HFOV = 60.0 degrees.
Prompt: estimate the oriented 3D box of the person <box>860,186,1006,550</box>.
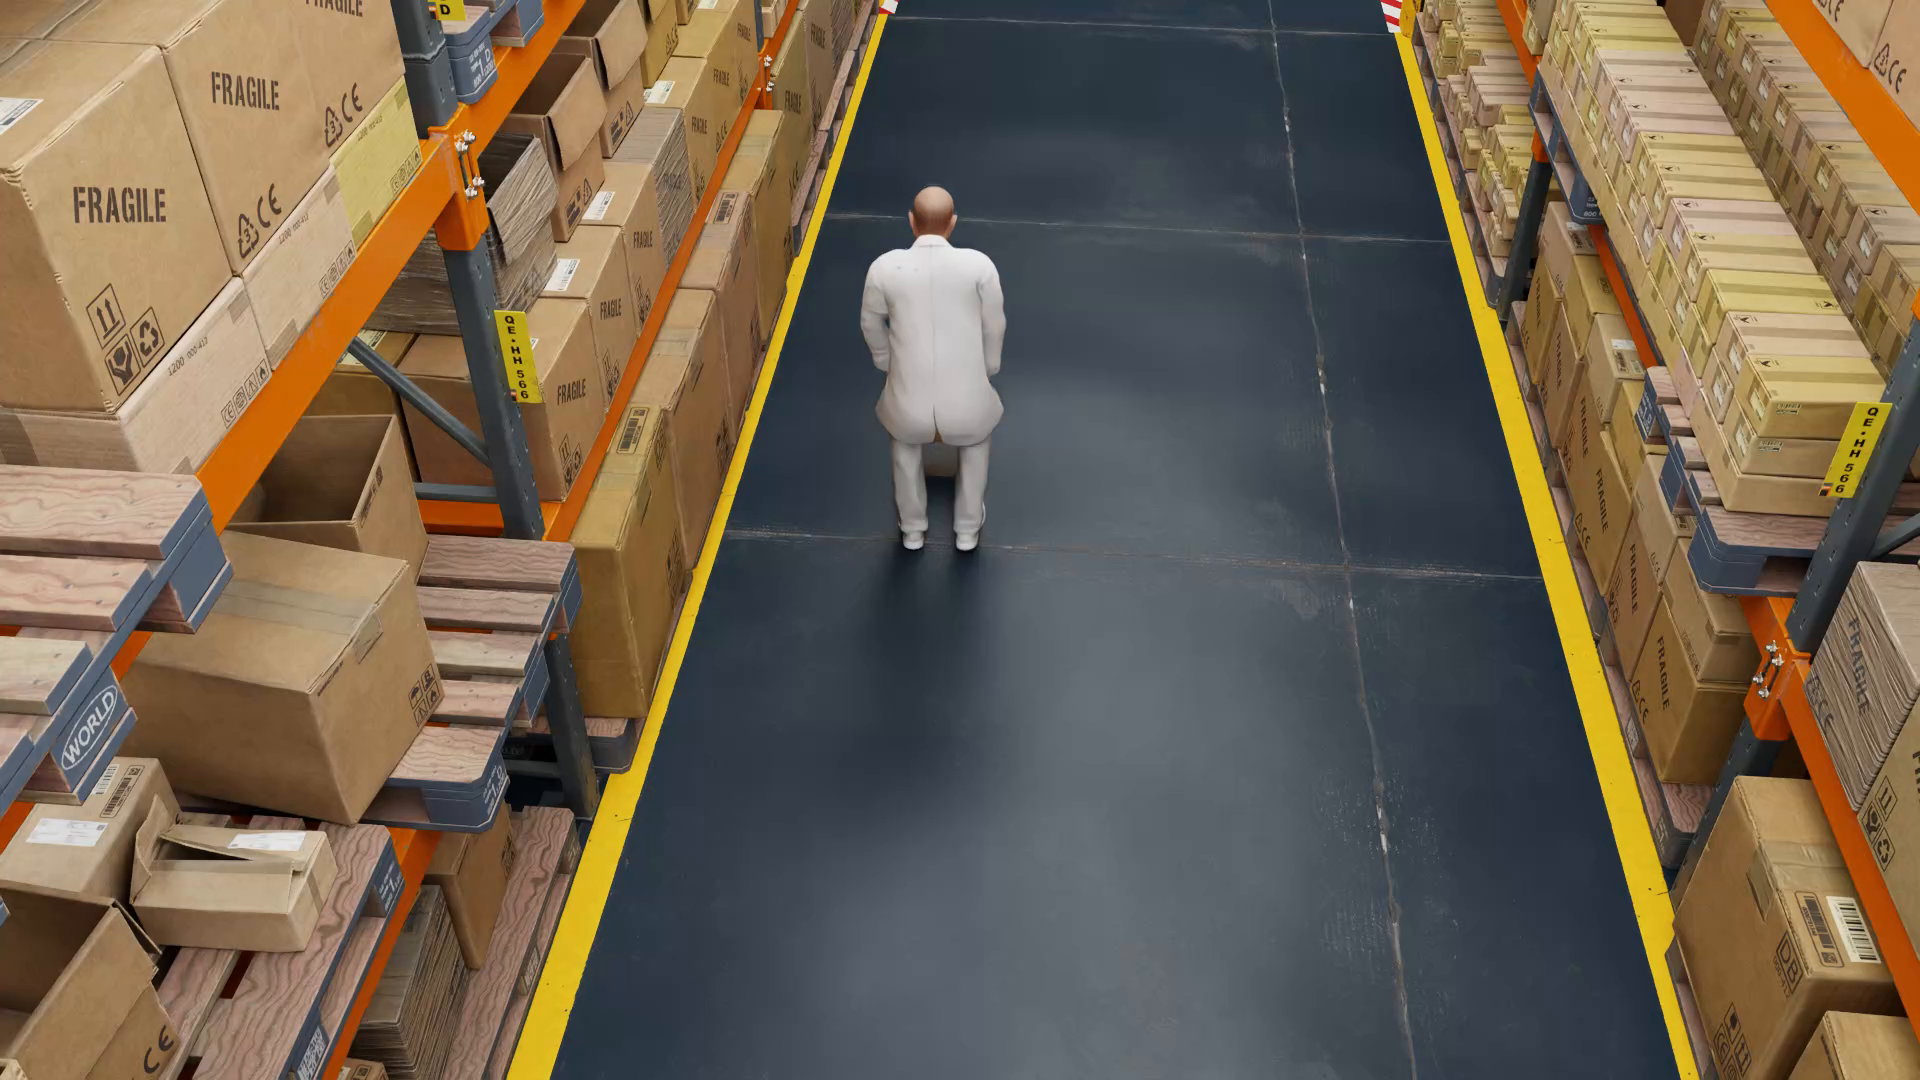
[{"bbox_3d":[-0.117,-0.683,7.125,0.615,1.623,0.539,4,40,4],"label":"person"}]
